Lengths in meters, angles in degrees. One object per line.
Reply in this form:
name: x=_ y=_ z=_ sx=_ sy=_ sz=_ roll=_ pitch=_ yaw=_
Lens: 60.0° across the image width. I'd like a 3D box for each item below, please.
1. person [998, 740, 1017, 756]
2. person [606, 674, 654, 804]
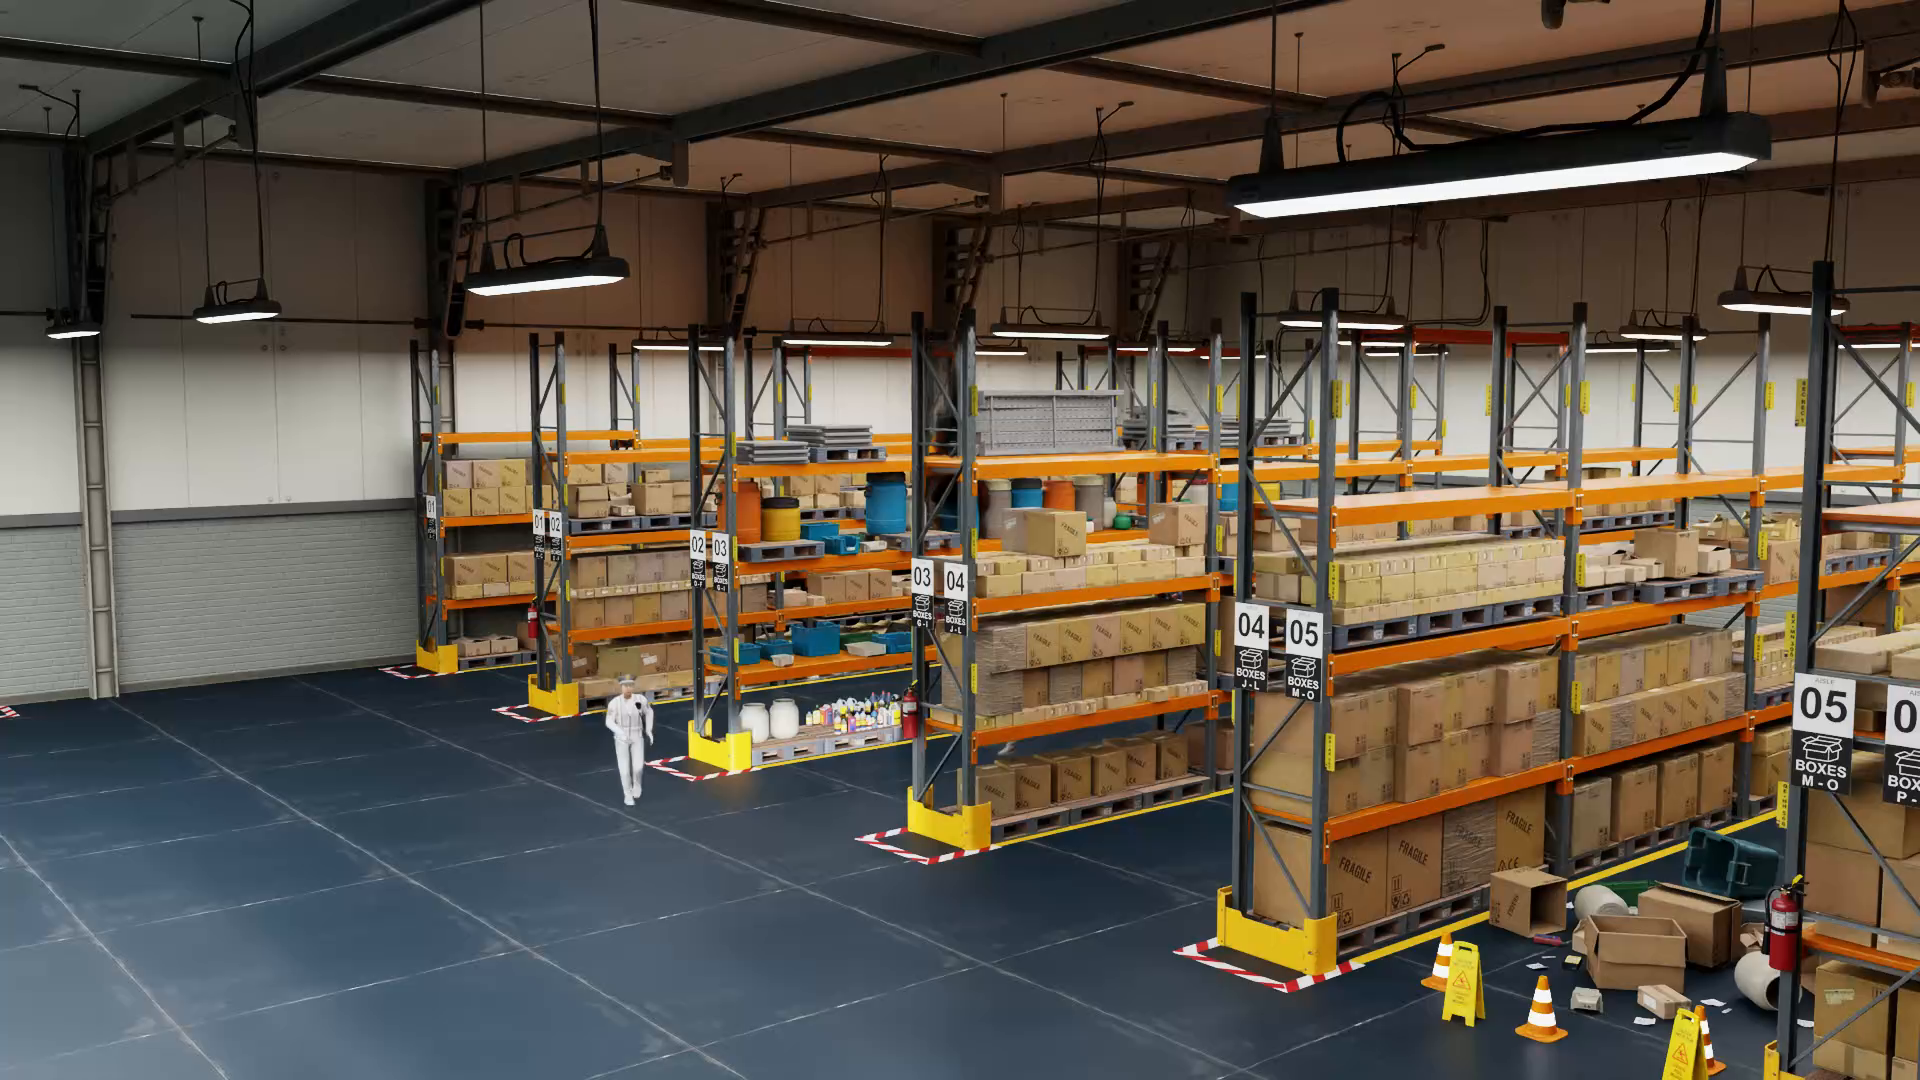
person: x=0.654 y=2.049 z=22.027 sx=0.688 sy=1.629 sz=0.608 roll=-5 pitch=7 yaw=-41
person: x=-4.047 y=2.452 z=20.433 sx=0.592 sy=1.646 sz=0.633 roll=-1 pitch=5 yaw=-14
